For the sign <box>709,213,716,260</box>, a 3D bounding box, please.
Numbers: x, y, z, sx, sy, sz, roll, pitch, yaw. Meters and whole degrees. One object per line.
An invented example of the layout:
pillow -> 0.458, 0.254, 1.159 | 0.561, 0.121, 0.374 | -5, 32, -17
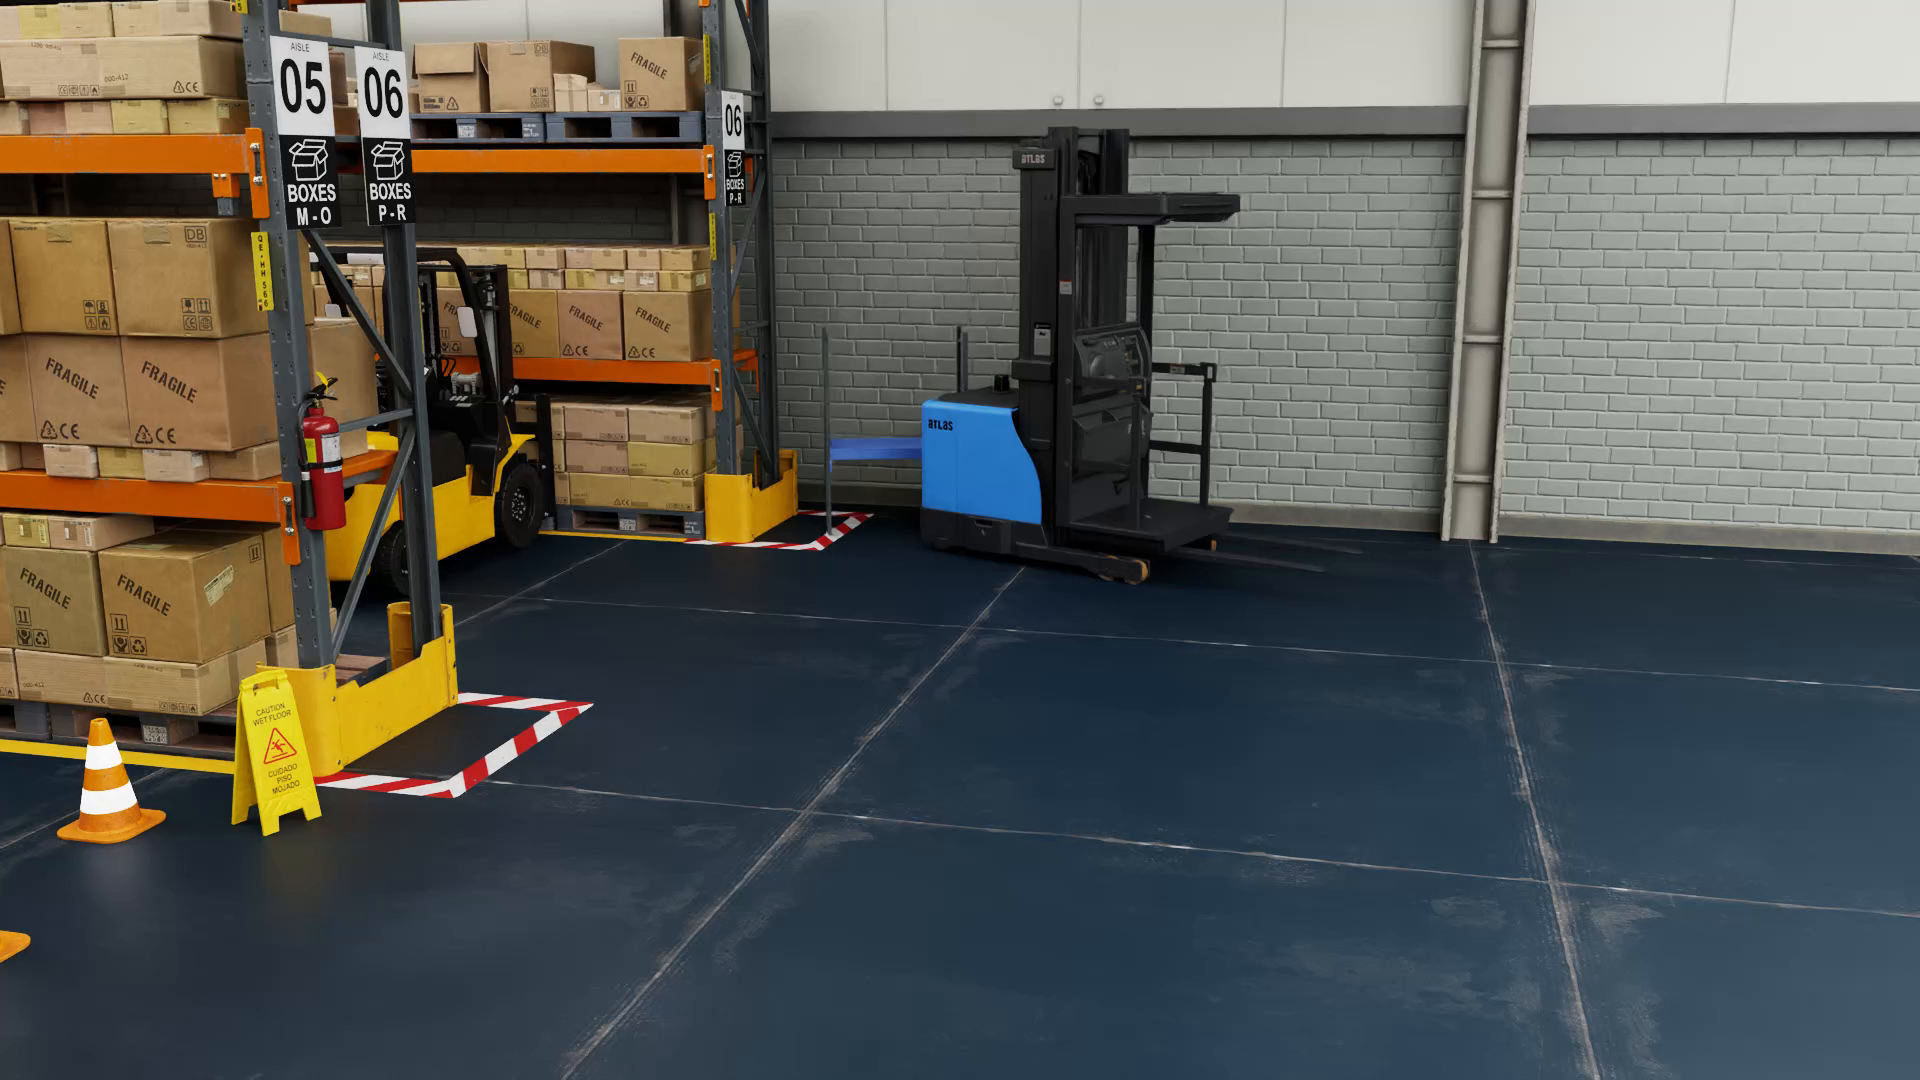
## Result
sign -> -1.742, -2.139, 11.728 | 0.005, 0.325, 0.100 | 3, 13, 14

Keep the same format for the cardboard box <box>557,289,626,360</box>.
cardboard box -> -2.641, -1.619, 12.376 | 0.500, 0.500, 0.500 | 3, 13, 15

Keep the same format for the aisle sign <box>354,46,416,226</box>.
aisle sign -> -2.650, -1.858, 7.682 | 0.004, 0.787, 0.394 | 3, 13, 14

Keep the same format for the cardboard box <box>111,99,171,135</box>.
cardboard box -> -3.447, -1.835, 7.233 | 0.250, 0.149, 0.380 | 3, 13, 14

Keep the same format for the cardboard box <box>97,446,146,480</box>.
cardboard box -> -3.715, -0.387, 7.631 | 0.250, 0.149, 0.380 | 3, 13, 13

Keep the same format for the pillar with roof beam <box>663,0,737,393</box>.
pillar with roof beam -> -3.090, -3.820, 8.677 | 0.400, 9.000, 9.100 | 3, 13, 14

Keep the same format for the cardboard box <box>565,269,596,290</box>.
cardboard box -> -2.733, -1.944, 12.344 | 0.250, 0.149, 0.380 | 3, 13, 13

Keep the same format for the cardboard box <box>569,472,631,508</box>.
cardboard box -> -2.611, -0.420, 12.578 | 0.500, 0.250, 0.500 | 3, 13, 14

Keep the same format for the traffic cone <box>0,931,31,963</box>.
traffic cone -> -3.447, 1.211, 5.706 | 0.334, 0.463, 0.336 | 3, 13, 14

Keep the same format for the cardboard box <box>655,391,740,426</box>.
cardboard box -> -2.020, -0.987, 12.826 | 0.500, 0.250, 0.500 | 3, 13, 13

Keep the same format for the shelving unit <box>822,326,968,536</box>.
shelving unit -> -0.491, -0.831, 12.515 | 1.048, 1.500, 0.538 | -1, 13, -6

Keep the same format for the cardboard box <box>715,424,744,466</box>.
cardboard box -> -2.005, -0.746, 12.895 | 0.500, 0.250, 0.500 | 3, 13, 15

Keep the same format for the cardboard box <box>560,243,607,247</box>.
cardboard box -> -2.878, -2.200, 12.810 | 0.250, 0.149, 0.380 | 3, 13, 15

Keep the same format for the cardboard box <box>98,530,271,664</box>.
cardboard box -> -3.625, 0.257, 7.796 | 0.500, 0.500, 0.500 | 3, 13, 14

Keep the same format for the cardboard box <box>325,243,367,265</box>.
cardboard box -> -4.719, -2.205, 12.830 | 0.250, 0.149, 0.380 | 3, 13, 12

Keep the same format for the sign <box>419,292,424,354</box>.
sign -> -2.654, -1.064, 8.105 | 0.005, 0.325, 0.100 | 3, 13, 14

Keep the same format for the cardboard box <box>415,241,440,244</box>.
cardboard box -> -4.348, -2.304, 13.278 | 0.250, 0.149, 0.380 | 3, 13, 12

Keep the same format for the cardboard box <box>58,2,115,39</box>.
cardboard box -> -3.677, -2.245, 7.239 | 0.250, 0.149, 0.380 | 3, 13, 13

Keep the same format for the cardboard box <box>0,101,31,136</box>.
cardboard box -> -4.180, -1.886, 7.463 | 0.250, 0.149, 0.380 | 3, 13, 13

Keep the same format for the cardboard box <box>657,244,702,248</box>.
cardboard box -> -2.117, -2.171, 12.680 | 0.250, 0.149, 0.380 | 4, 13, 15

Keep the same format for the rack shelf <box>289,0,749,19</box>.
rack shelf -> -3.540, -4.057, 12.330 | 4.000, 0.370, 1.077 | 3, 13, 14

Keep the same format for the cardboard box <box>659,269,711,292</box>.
cardboard box -> -2.002, -1.896, 12.125 | 0.250, 0.149, 0.380 | 3, 13, 14

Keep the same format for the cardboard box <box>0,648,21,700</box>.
cardboard box -> -4.644, 0.570, 8.117 | 0.500, 0.250, 0.500 | 3, 13, 12

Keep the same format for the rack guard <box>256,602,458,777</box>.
rack guard -> -2.858, 0.689, 7.973 | 0.348, 0.500, 1.175 | 3, 13, 14

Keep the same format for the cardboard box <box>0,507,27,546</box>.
cardboard box -> -4.496, -0.092, 7.873 | 0.250, 0.149, 0.380 | 4, 13, 16

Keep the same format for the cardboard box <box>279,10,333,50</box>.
cardboard box -> -3.080, -2.320, 7.577 | 0.250, 0.149, 0.380 | 3, 13, 13

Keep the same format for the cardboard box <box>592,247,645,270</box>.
cardboard box -> -2.504, -2.070, 12.225 | 0.250, 0.149, 0.380 | 3, 13, 15

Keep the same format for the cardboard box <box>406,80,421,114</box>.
cardboard box -> -4.114, -3.291, 12.324 | 0.258, 0.266, 0.396 | 3, 13, 12

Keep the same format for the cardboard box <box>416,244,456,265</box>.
cardboard box -> -3.974, -2.160, 12.631 | 0.250, 0.149, 0.380 | 3, 13, 13

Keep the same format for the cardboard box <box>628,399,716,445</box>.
cardboard box -> -2.120, -0.880, 12.346 | 0.500, 0.250, 0.500 | 4, 13, 15

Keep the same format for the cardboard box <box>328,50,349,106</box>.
cardboard box -> -3.209, -2.146, 7.714 | 0.500, 0.250, 0.500 | 3, 13, 13

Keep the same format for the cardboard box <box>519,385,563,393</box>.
cardboard box -> -3.485, -1.068, 13.193 | 0.500, 0.250, 0.500 | 3, 13, 12

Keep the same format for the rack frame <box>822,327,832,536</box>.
rack frame -> -0.997, -0.819, 12.462 | 0.032, 1.500, 0.500 | -1, 13, -6

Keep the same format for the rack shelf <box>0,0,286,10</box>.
rack shelf -> -7.424, -4.265, 13.265 | 4.000, 0.370, 1.077 | 3, 13, 14

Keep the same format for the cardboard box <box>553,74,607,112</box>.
cardboard box -> -2.722, -3.216, 11.989 | 0.258, 0.266, 0.396 | 3, 13, 14

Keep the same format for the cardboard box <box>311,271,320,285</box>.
cardboard box -> -4.984, -2.059, 12.862 | 0.250, 0.149, 0.380 | 3, 13, 15

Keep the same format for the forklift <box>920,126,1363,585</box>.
forklift -> 1.208, -1.268, 11.181 | 3.031, 2.935, 1.130 | 9, 15, 34

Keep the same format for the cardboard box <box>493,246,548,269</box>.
cardboard box -> -3.260, -2.101, 12.365 | 0.250, 0.149, 0.380 | 3, 13, 15

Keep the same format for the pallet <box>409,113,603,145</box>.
pallet -> -3.467, -3.097, 12.548 | 1.213, 0.211, 1.003 | 3, 13, 14

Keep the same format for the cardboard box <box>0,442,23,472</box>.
cardboard box -> -4.457, -0.431, 7.829 | 0.250, 0.149, 0.380 | 3, 13, 13

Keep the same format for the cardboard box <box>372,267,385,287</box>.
cardboard box -> -4.248, -2.009, 12.637 | 0.250, 0.149, 0.380 | 3, 13, 13

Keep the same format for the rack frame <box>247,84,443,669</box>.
rack frame -> -2.784, -0.527, 7.685 | 0.127, 3.000, 1.000 | 3, 13, 14

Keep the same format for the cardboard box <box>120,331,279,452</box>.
cardboard box -> -3.377, -0.691, 7.507 | 0.500, 0.500, 0.500 | 3, 13, 13

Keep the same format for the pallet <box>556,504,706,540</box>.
pallet -> -2.351, -0.241, 12.832 | 1.213, 0.211, 1.003 | 3, 13, 14

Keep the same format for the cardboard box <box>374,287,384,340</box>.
cardboard box -> -4.112, -1.700, 12.740 | 0.500, 0.500, 0.500 | 3, 13, 13

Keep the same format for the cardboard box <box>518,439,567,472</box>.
cardboard box -> -3.137, -0.688, 12.634 | 0.500, 0.250, 0.500 | 3, 13, 12

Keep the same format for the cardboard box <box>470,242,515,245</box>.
cardboard box -> -3.626, -2.244, 13.005 | 0.250, 0.149, 0.380 | 3, 13, 15

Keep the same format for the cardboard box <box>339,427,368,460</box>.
cardboard box -> -3.065, -0.466, 7.988 | 0.250, 0.149, 0.380 | 3, 13, 14

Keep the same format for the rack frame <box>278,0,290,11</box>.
rack frame -> -5.482, -4.708, 12.676 | 0.127, 3.000, 1.000 | 3, 13, 14

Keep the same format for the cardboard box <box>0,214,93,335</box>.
cardboard box -> -4.342, -1.223, 7.593 | 0.500, 0.500, 0.700 | 3, 13, 13

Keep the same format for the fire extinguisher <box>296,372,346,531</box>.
fire extinguisher -> -2.784, -0.387, 7.230 | 0.183, 0.674, 0.296 | 3, 13, 14

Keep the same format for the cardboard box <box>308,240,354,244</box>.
cardboard box -> -5.100, -2.336, 13.424 | 0.250, 0.149, 0.380 | 3, 13, 14

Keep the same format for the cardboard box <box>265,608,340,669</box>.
cardboard box -> -3.501, 0.510, 8.388 | 0.500, 0.250, 0.500 | 3, 13, 13

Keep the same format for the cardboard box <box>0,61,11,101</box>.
cardboard box -> -4.339, -2.086, 7.444 | 0.500, 0.250, 0.500 | 3, 13, 15
